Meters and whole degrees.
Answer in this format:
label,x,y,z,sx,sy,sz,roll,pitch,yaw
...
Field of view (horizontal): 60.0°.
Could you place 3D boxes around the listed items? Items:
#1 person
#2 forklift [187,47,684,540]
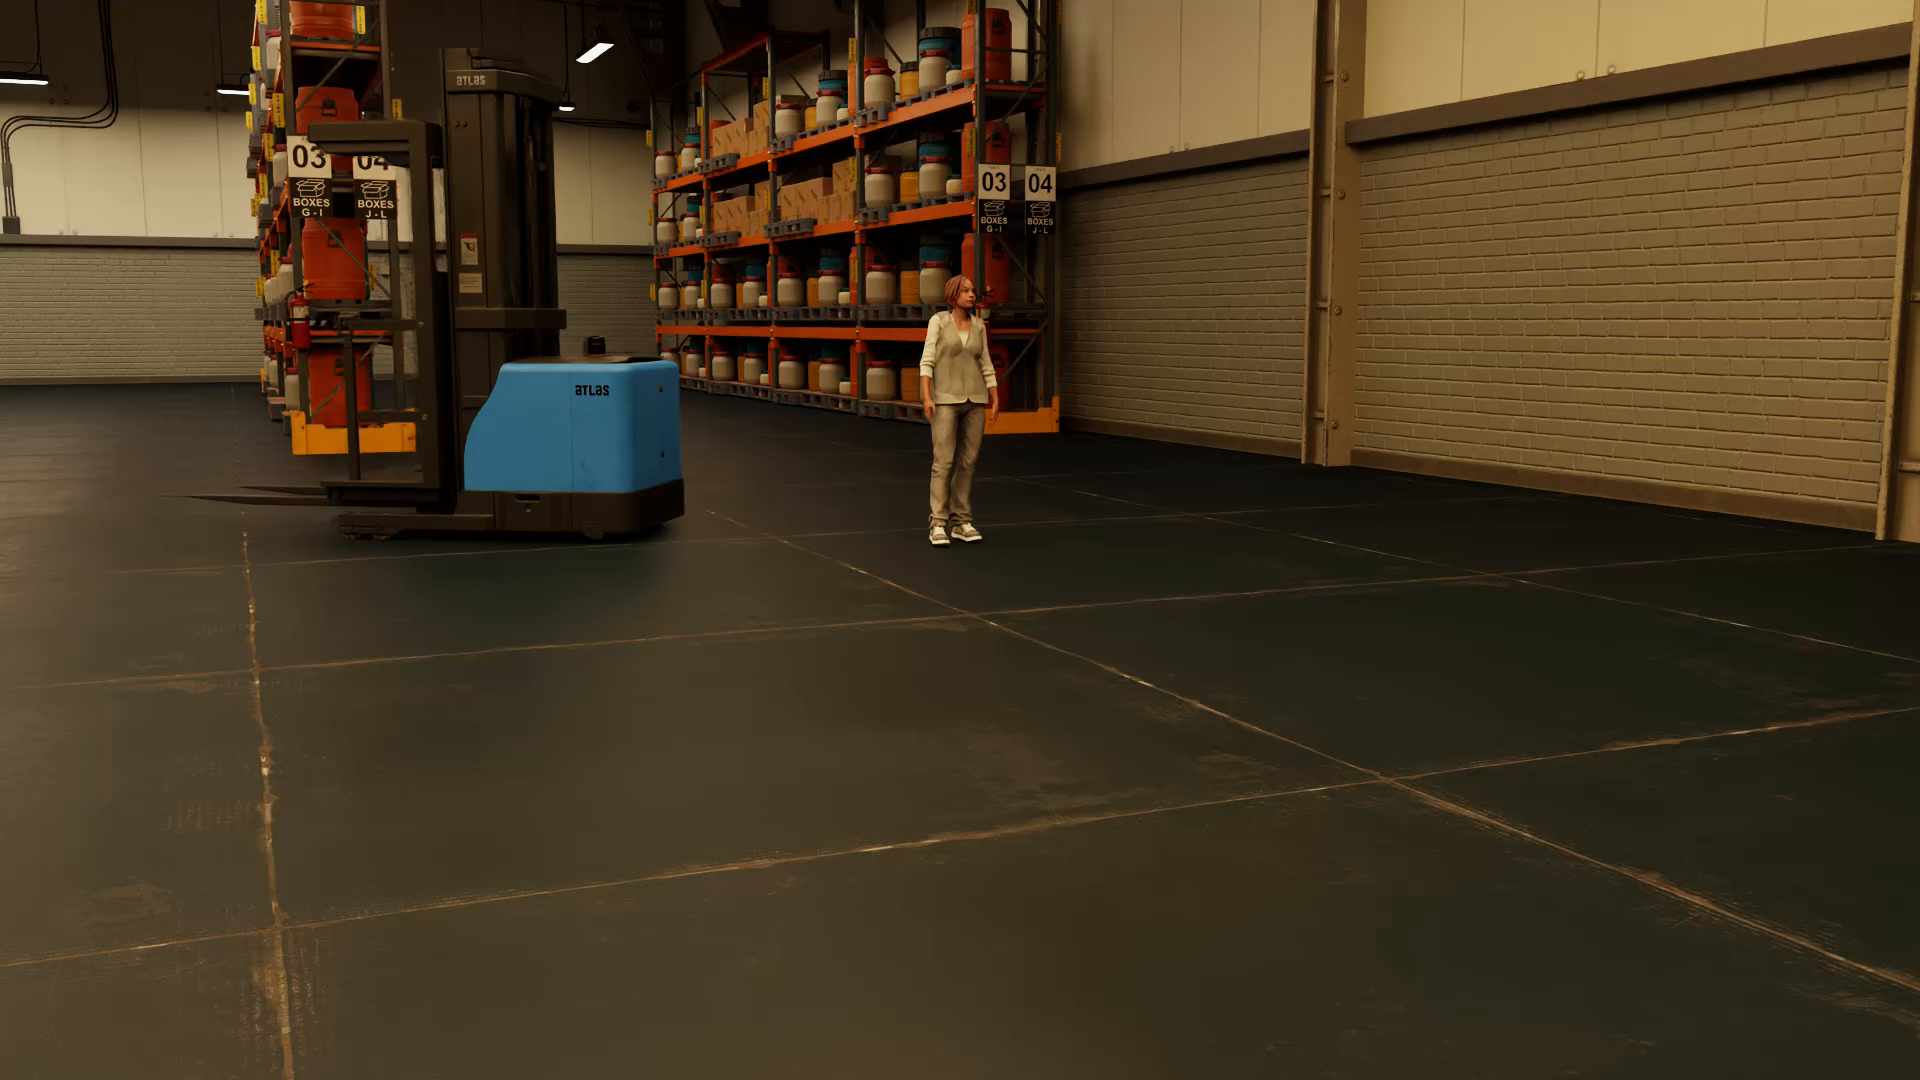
label,x,y,z,sx,sy,sz,roll,pitch,yaw
person,0.017,-0.789,9.975,0.521,1.599,0.473,-3,8,-23
forklift,-3.362,-1.521,10.477,3.031,2.935,1.130,1,8,9
